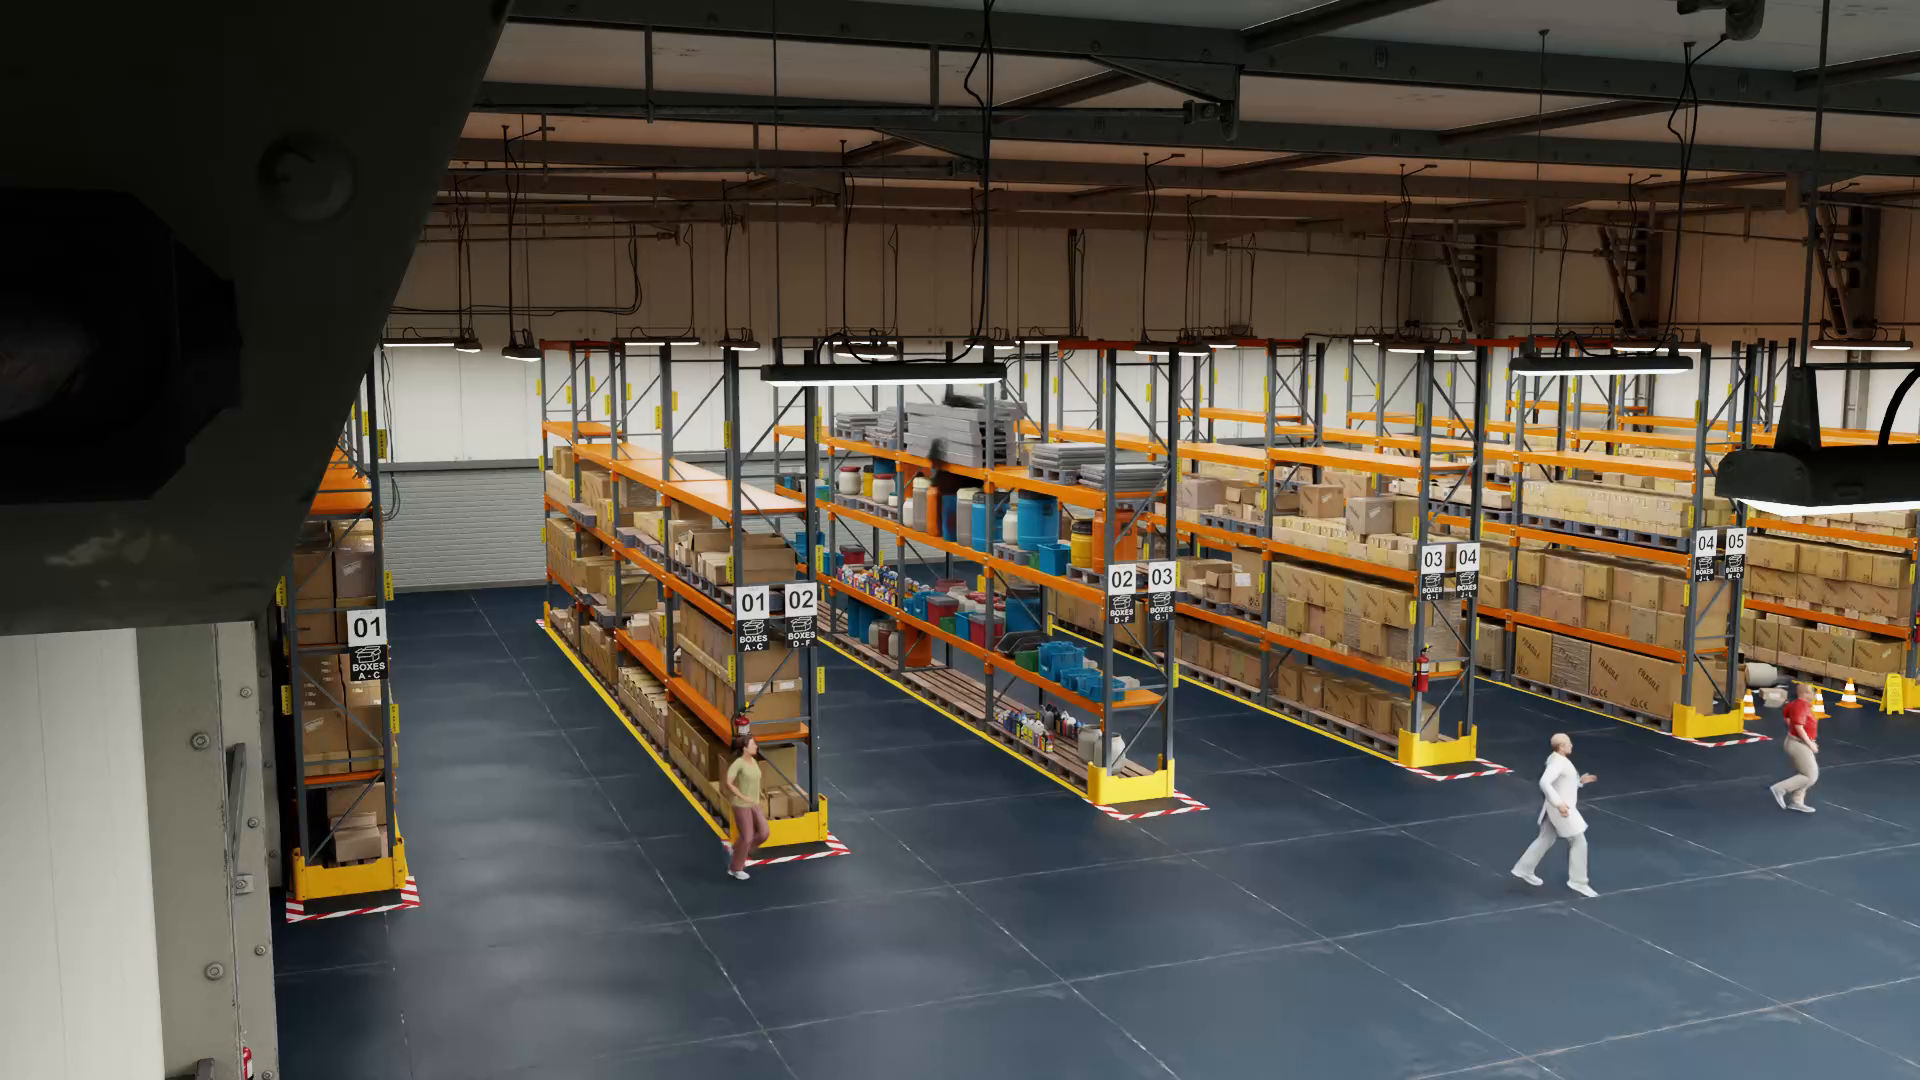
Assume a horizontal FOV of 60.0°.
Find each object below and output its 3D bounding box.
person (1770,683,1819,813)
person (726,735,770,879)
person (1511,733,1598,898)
[{"bbox_3d":[10.852,2.696,21.630,0.602,1.703,0.684,1,8,11],"label":"person"},{"bbox_3d":[-2.426,3.053,19.125,0.514,1.630,0.646,4,8,27],"label":"person"},{"bbox_3d":[6.636,3.045,18.469,0.920,1.831,0.677,0,7,3],"label":"person"}]
